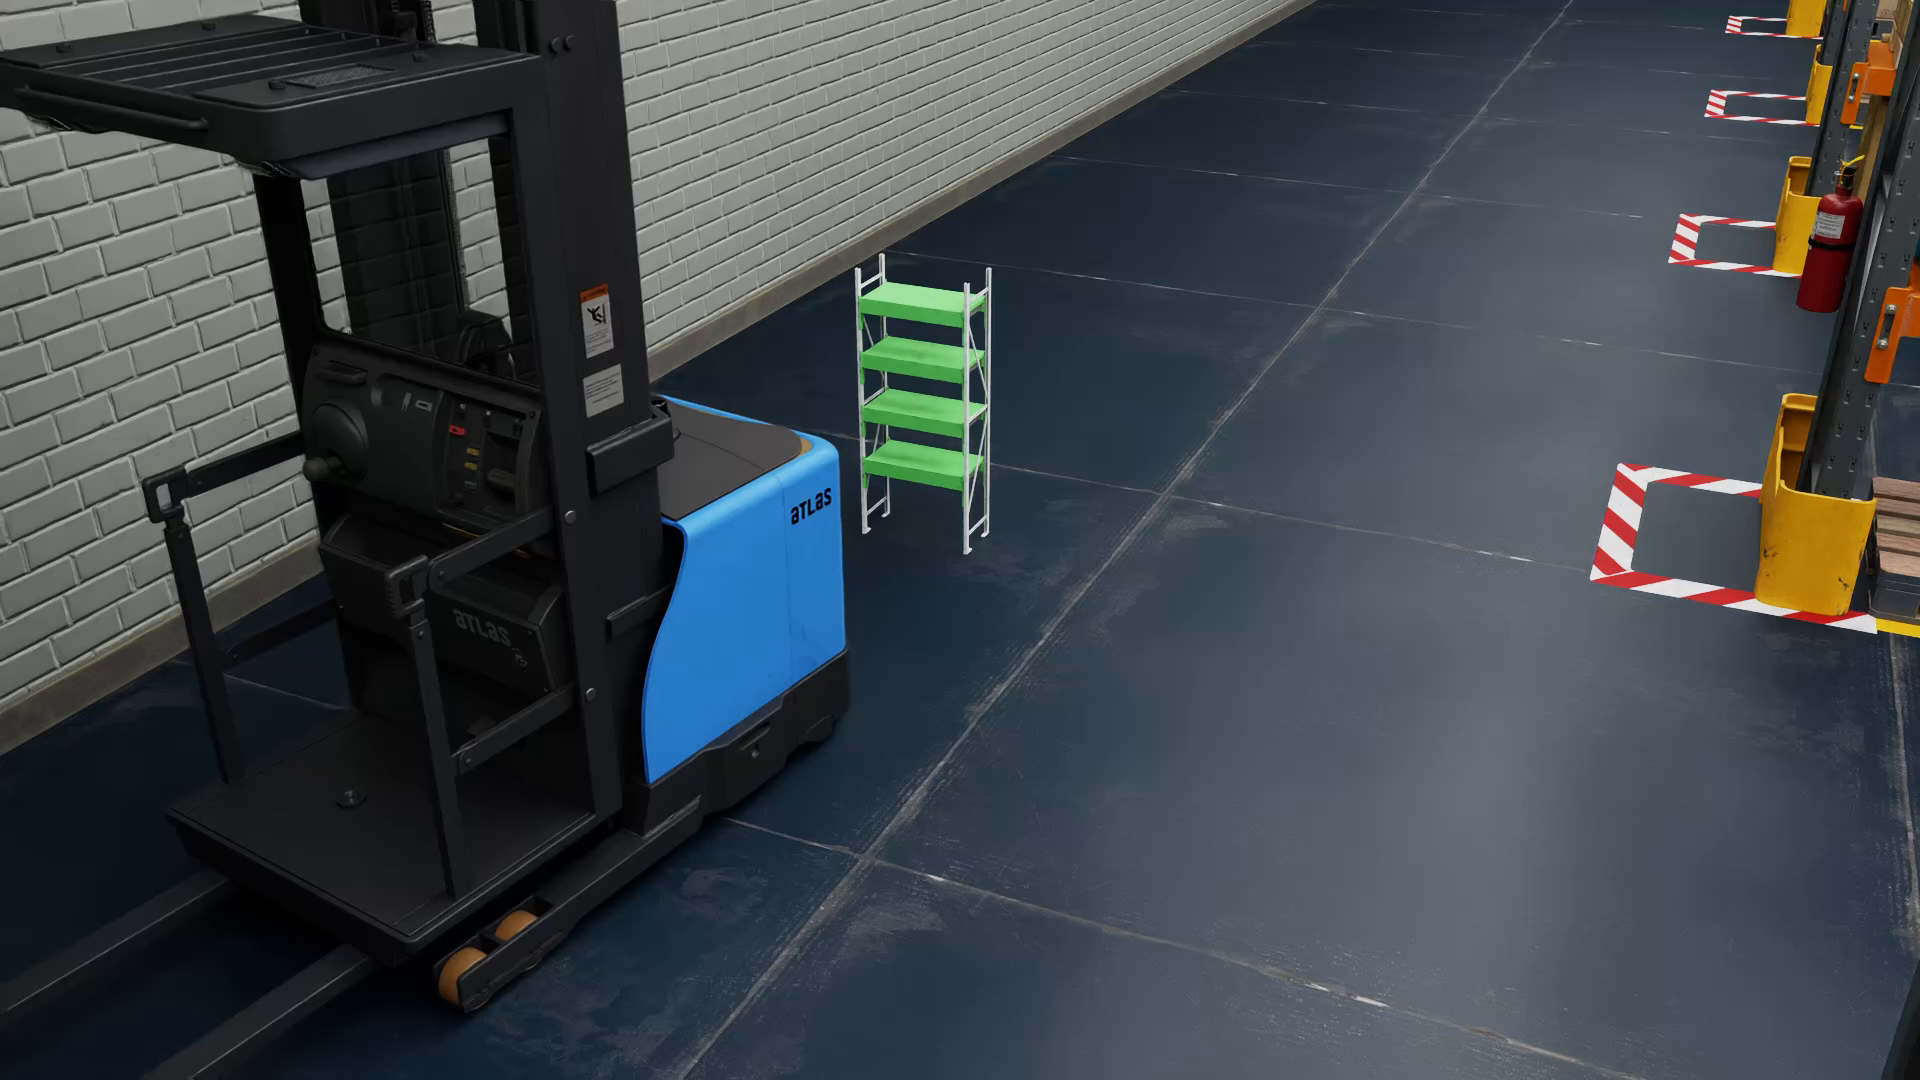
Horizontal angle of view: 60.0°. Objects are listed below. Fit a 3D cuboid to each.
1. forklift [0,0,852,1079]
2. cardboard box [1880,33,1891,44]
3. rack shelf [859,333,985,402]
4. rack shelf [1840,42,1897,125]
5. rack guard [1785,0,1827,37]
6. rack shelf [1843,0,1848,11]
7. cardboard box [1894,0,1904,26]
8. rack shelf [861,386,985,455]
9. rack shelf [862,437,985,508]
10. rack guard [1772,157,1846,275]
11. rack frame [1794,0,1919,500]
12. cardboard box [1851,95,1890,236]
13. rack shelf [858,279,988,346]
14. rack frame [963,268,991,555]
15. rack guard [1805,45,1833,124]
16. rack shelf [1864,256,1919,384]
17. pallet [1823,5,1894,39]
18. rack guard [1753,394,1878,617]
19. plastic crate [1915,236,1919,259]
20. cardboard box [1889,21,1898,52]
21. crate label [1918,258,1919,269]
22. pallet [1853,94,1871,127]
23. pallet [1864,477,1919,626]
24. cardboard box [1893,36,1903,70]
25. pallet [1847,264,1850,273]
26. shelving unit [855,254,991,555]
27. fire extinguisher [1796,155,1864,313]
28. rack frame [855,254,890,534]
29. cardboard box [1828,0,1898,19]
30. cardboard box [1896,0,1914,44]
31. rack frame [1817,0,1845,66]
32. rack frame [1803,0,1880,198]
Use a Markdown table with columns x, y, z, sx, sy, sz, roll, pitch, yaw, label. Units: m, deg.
| x | y | z | sx | sy | sz | roll | pitch | yaw | label |
| --- | --- | --- | --- | --- | --- | --- | --- | --- | --- |
| -1.617 | -0.253 | 4.446 | 1.130 | 2.935 | 3.031 | 16 | 31 | 30 | forklift |
| 8.423 | -4.446 | 14.963 | 0.250 | 0.149 | 0.380 | 12 | 29 | 22 | cardboard box |
| -0.151 | -0.727 | 6.969 | 0.480 | 0.148 | 0.258 | 11 | 28 | 22 | rack shelf |
| 7.511 | -2.600 | 9.950 | 4.000 | 0.370 | 1.077 | 11 | 28 | 22 | rack shelf |
| 9.771 | -6.156 | 19.188 | 0.348 | 0.500 | 1.175 | 11 | 28 | 22 | rack guard |
| 9.656 | -4.576 | 13.963 | 4.000 | 0.370 | 1.077 | 11 | 28 | 22 | rack shelf |
| 6.242 | -3.373 | 10.538 | 0.500 | 0.250 | 0.500 | 11 | 28 | 21 | cardboard box |
| -0.151 | -0.511 | 7.075 | 0.480 | 0.148 | 0.258 | 11 | 28 | 22 | rack shelf |
| -0.151 | -0.296 | 7.181 | 0.480 | 0.148 | 0.258 | 11 | 28 | 22 | rack shelf |
| 5.669 | -2.172 | 11.095 | 0.348 | 0.500 | 1.175 | 11 | 28 | 22 | rack guard |
| 3.640 | -1.297 | 6.489 | 0.127 | 3.000 | 1.000 | 11 | 28 | 22 | rack frame |
| 6.306 | -2.439 | 10.738 | 0.875 | 0.875 | 0.875 | 11 | 28 | 22 | cardboard box |
| -0.151 | -0.942 | 6.863 | 0.480 | 0.148 | 0.258 | 11 | 28 | 22 | rack shelf |
| 0.071 | -0.524 | 6.956 | 0.015 | 1.200 | 0.240 | 11 | 28 | 22 | rack frame |
| 7.905 | -4.129 | 15.071 | 0.348 | 0.500 | 1.175 | 11 | 28 | 22 | rack guard |
| 5.461 | -0.609 | 5.905 | 4.000 | 0.370 | 1.077 | 11 | 28 | 22 | rack shelf |
| 10.553 | -5.908 | 19.010 | 1.213 | 0.211 | 1.003 | 11 | 28 | 22 | pallet |
| 3.613 | -0.175 | 7.039 | 0.348 | 0.500 | 1.175 | 11 | 28 | 22 | rack guard |
| 4.023 | -1.354 | 6.496 | 0.499 | 0.435 | 0.616 | 11 | 28 | 22 | plastic crate |
| 6.151 | -3.243 | 10.726 | 0.250 | 0.149 | 0.380 | 12 | 29 | 23 | cardboard box |
| 3.729 | -1.071 | 6.152 | 0.303 | 0.233 | 0.416 | 11 | 28 | 22 | crate label |
| 8.630 | -3.837 | 14.804 | 1.213 | 0.211 | 1.003 | 11 | 28 | 22 | pallet |
| 4.375 | 0.120 | 6.767 | 1.213 | 0.211 | 1.003 | 11 | 28 | 22 | pallet |
| 5.877 | -2.978 | 10.188 | 0.250 | 0.149 | 0.380 | 12 | 29 | 22 | cardboard box |
| 6.451 | -1.923 | 10.917 | 1.213 | 0.211 | 1.003 | 11 | 28 | 22 | pallet |
| -0.151 | -0.569 | 7.046 | 0.503 | 1.200 | 0.258 | 11 | 28 | 22 | shelving unit |
| 3.691 | -1.305 | 7.015 | 0.183 | 0.674 | 0.296 | 11 | 28 | 22 | fire extinguisher |
| -0.373 | -0.613 | 7.137 | 0.015 | 1.200 | 0.240 | 11 | 28 | 22 | rack frame |
| 10.435 | -6.232 | 18.937 | 0.875 | 0.438 | 0.875 | 10 | 28 | 20 | cardboard box |
| 6.016 | -3.159 | 10.102 | 0.500 | 0.250 | 0.500 | 11 | 28 | 20 | cardboard box |
| 7.836 | -5.265 | 14.547 | 0.127 | 3.000 | 1.000 | 11 | 28 | 22 | rack frame |
| 5.691 | -3.289 | 10.534 | 0.127 | 3.000 | 1.000 | 11 | 28 | 22 | rack frame |
